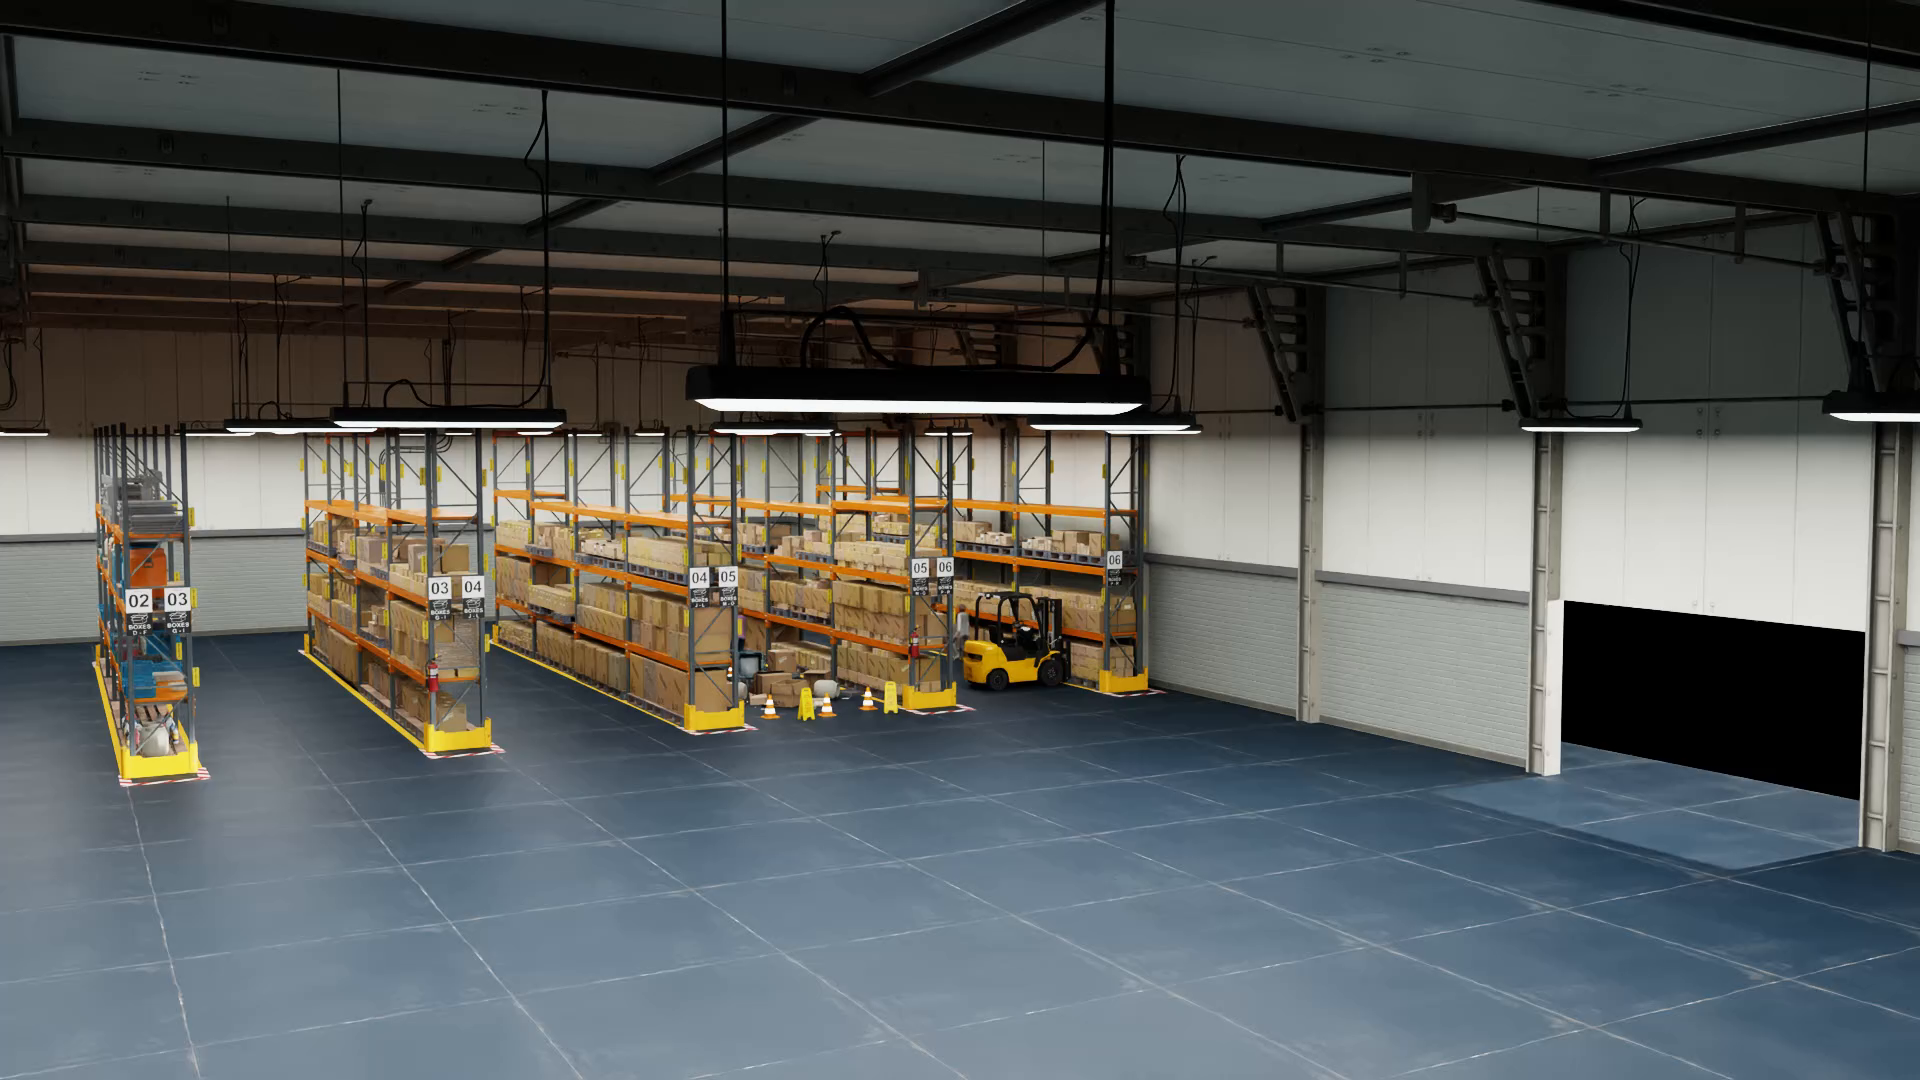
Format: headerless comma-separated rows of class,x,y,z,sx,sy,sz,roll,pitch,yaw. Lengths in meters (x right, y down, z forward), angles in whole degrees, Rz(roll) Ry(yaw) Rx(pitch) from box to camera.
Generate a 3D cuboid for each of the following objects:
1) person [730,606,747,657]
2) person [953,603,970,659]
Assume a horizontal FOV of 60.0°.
person,-5.473,2.439,41.044,0.484,1.585,0.367,-2,4,-35
person,0.057,2.285,41.210,0.451,1.389,0.686,-3,5,-43
